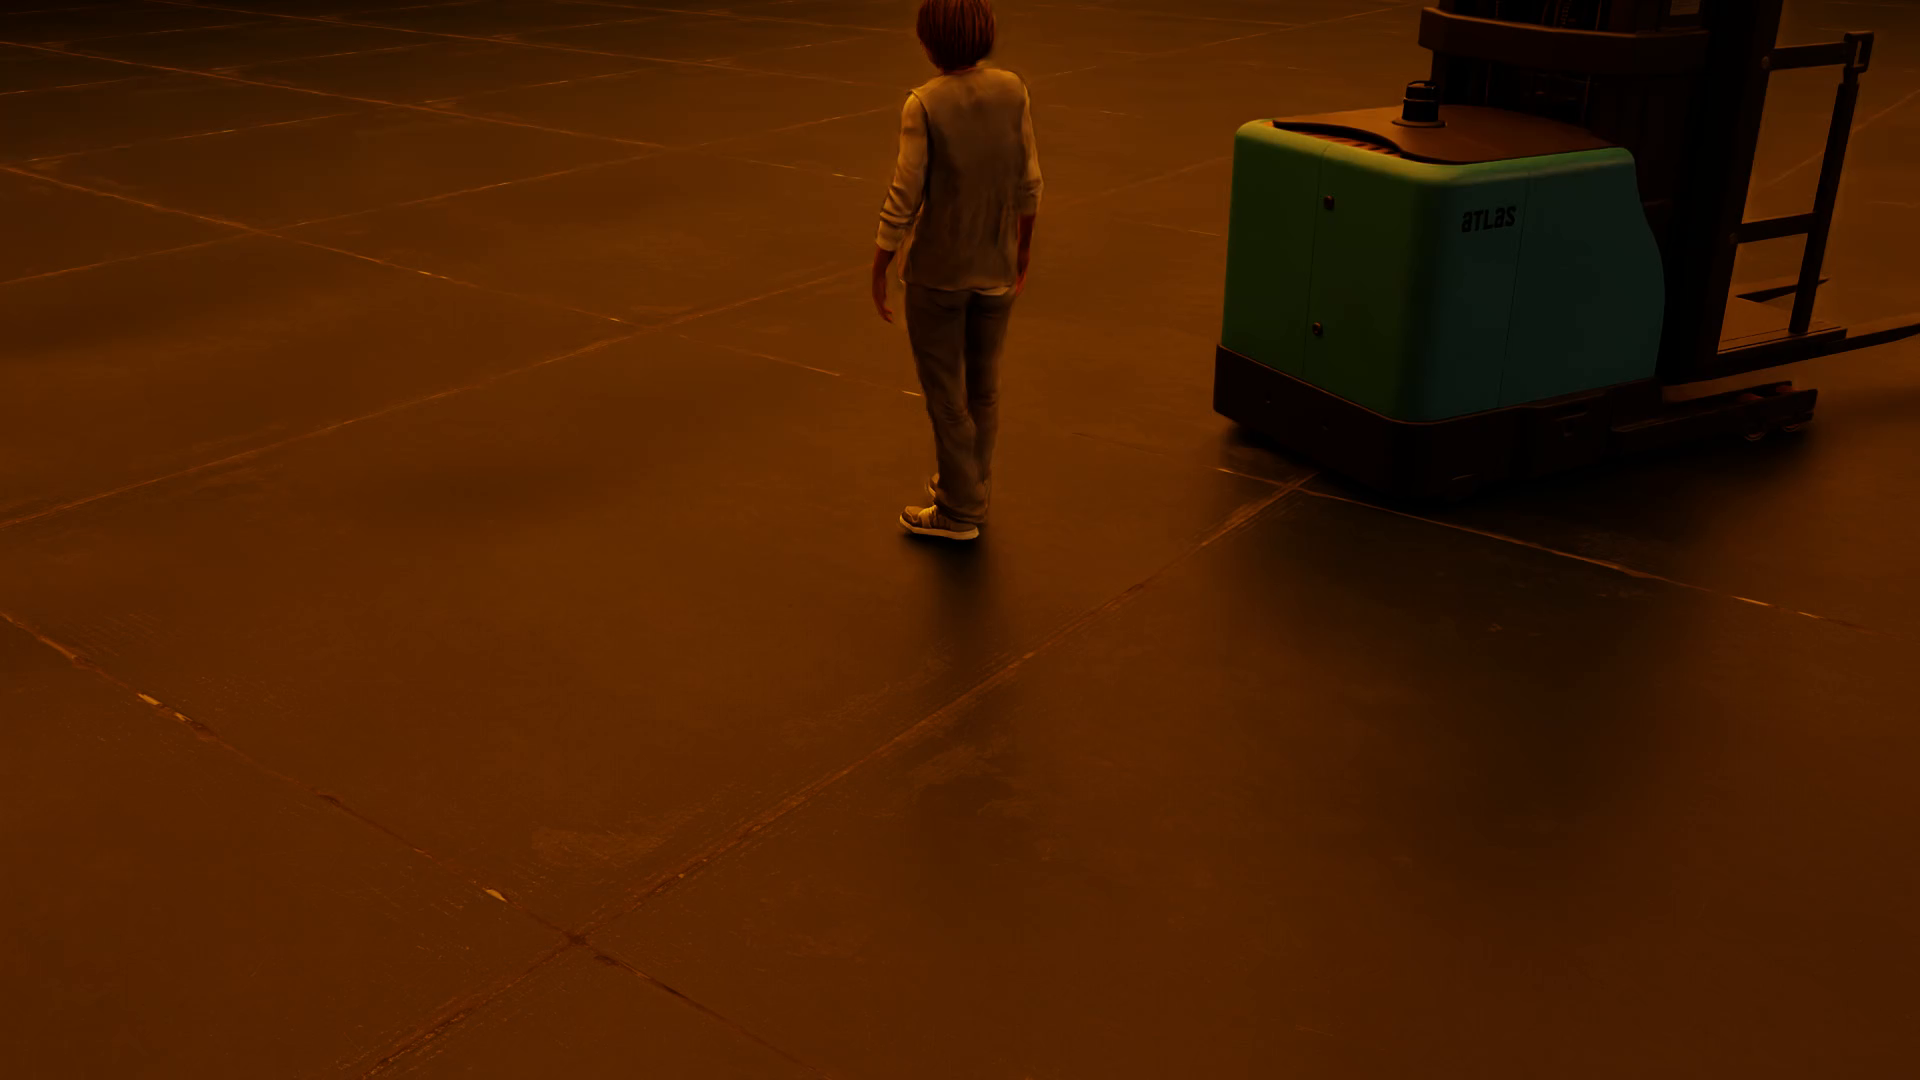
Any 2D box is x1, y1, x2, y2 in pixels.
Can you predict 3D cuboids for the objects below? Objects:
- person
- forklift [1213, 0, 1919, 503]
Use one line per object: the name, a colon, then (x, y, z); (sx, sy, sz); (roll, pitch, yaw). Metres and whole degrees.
person: (-0.055, -0.778, 4.784); (0.503, 1.600, 0.530); (-12, 26, -26)
forklift: (2.445, -1.861, 5.622); (3.031, 2.935, 1.130); (-12, 26, -25)
